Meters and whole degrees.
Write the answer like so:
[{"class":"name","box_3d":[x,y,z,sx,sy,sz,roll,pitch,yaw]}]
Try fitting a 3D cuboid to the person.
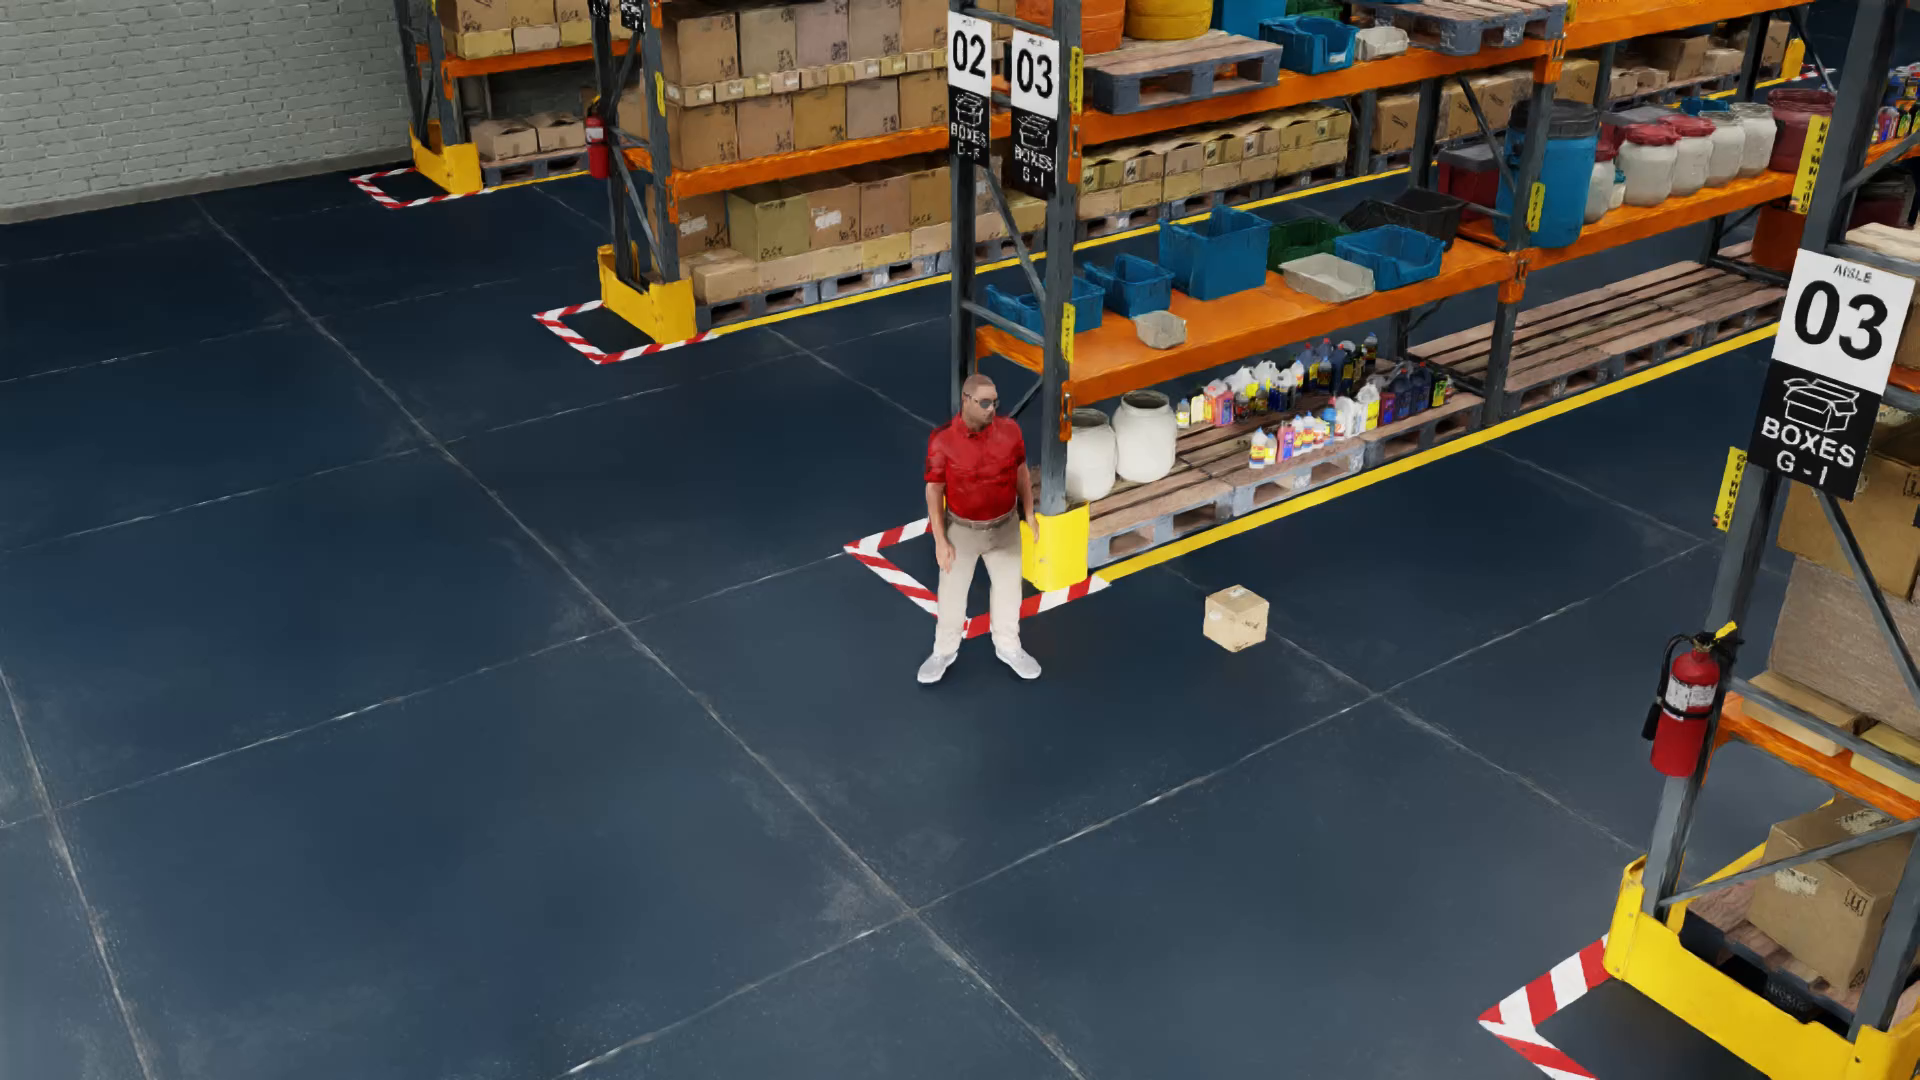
[{"class":"person","box_3d":[0.099,-0.052,8.691,0.692,1.734,0.395,-9,30,-16]}]
